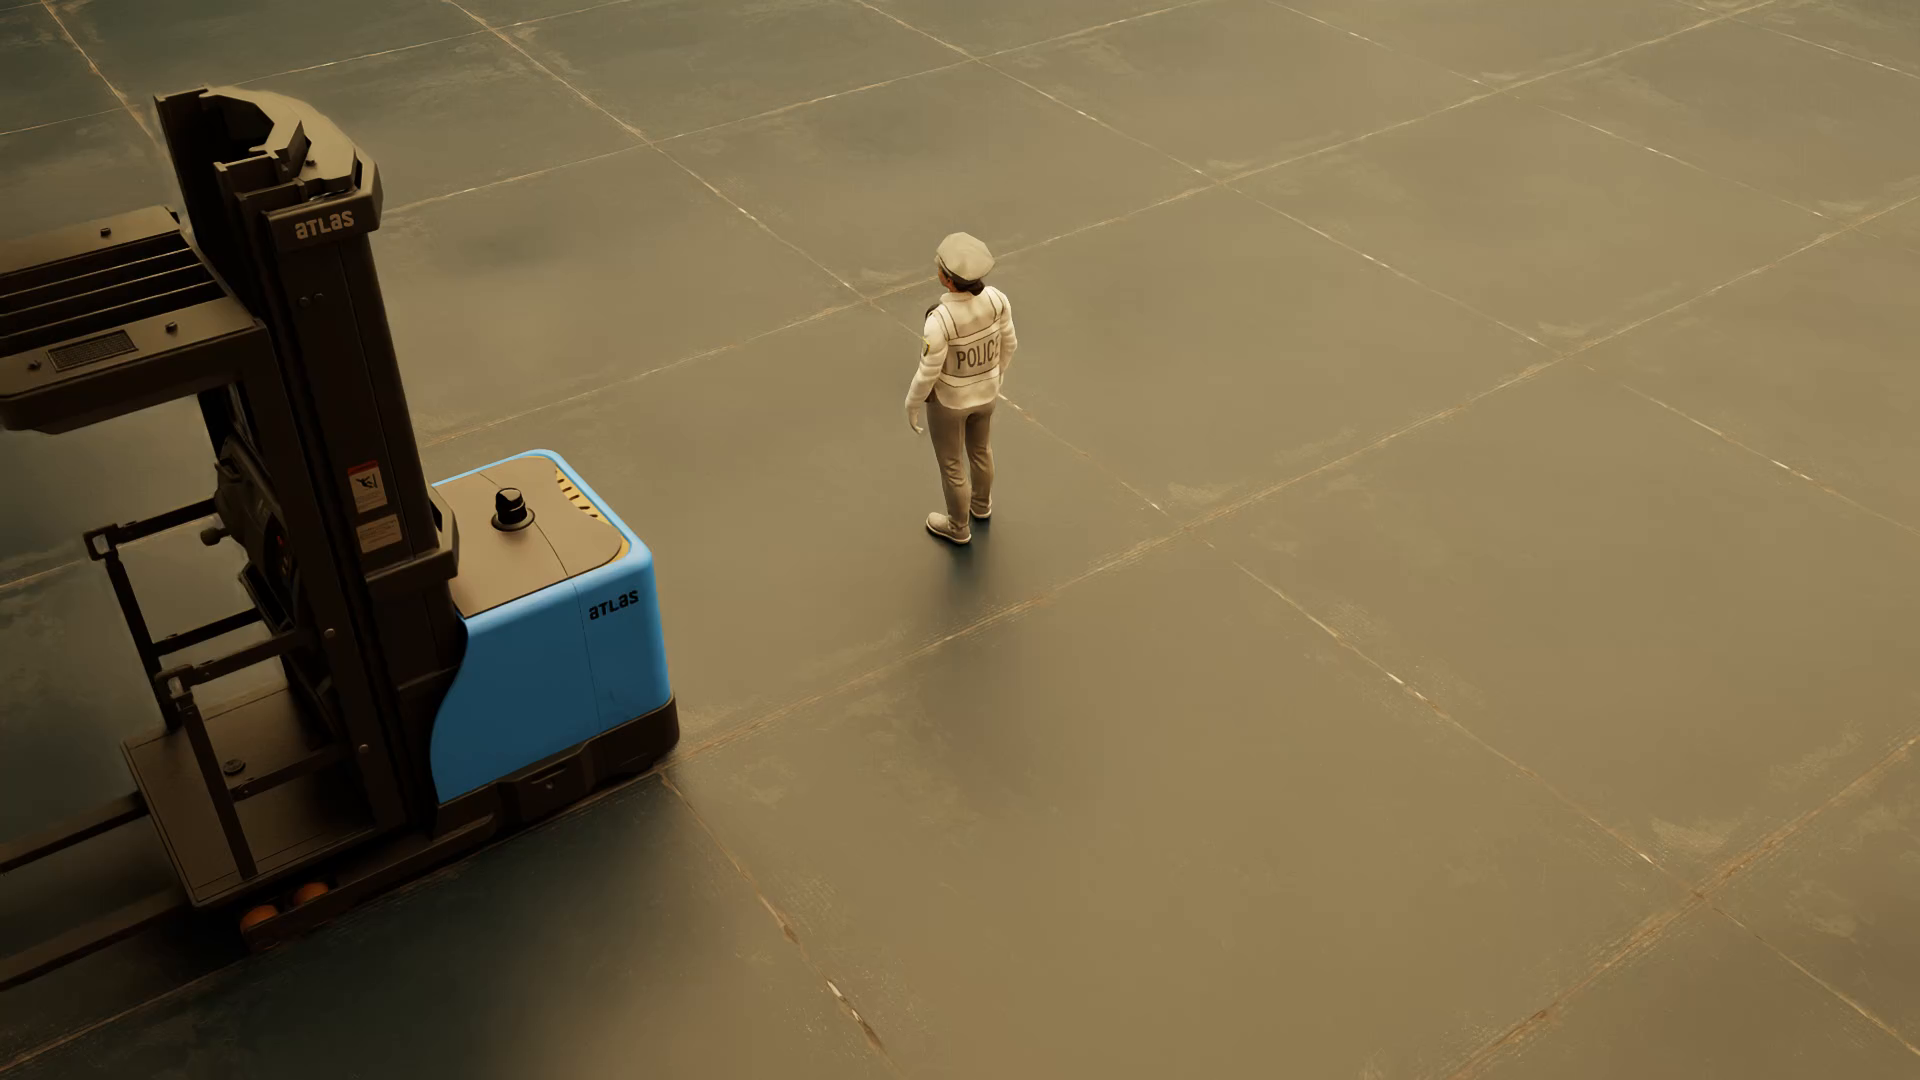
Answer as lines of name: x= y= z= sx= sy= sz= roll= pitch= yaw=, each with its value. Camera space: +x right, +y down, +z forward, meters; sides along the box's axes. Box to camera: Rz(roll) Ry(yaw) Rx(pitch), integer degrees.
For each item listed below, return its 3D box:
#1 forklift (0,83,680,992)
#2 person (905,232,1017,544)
forklift: x=-2.697 y=0.014 z=5.925 sx=3.031 sy=2.935 sz=1.130 roll=-23 pitch=42 yaw=-28
person: x=-0.034 y=-0.723 z=7.950 sx=0.586 sy=1.694 sz=0.531 roll=-23 pitch=42 yaw=-28
